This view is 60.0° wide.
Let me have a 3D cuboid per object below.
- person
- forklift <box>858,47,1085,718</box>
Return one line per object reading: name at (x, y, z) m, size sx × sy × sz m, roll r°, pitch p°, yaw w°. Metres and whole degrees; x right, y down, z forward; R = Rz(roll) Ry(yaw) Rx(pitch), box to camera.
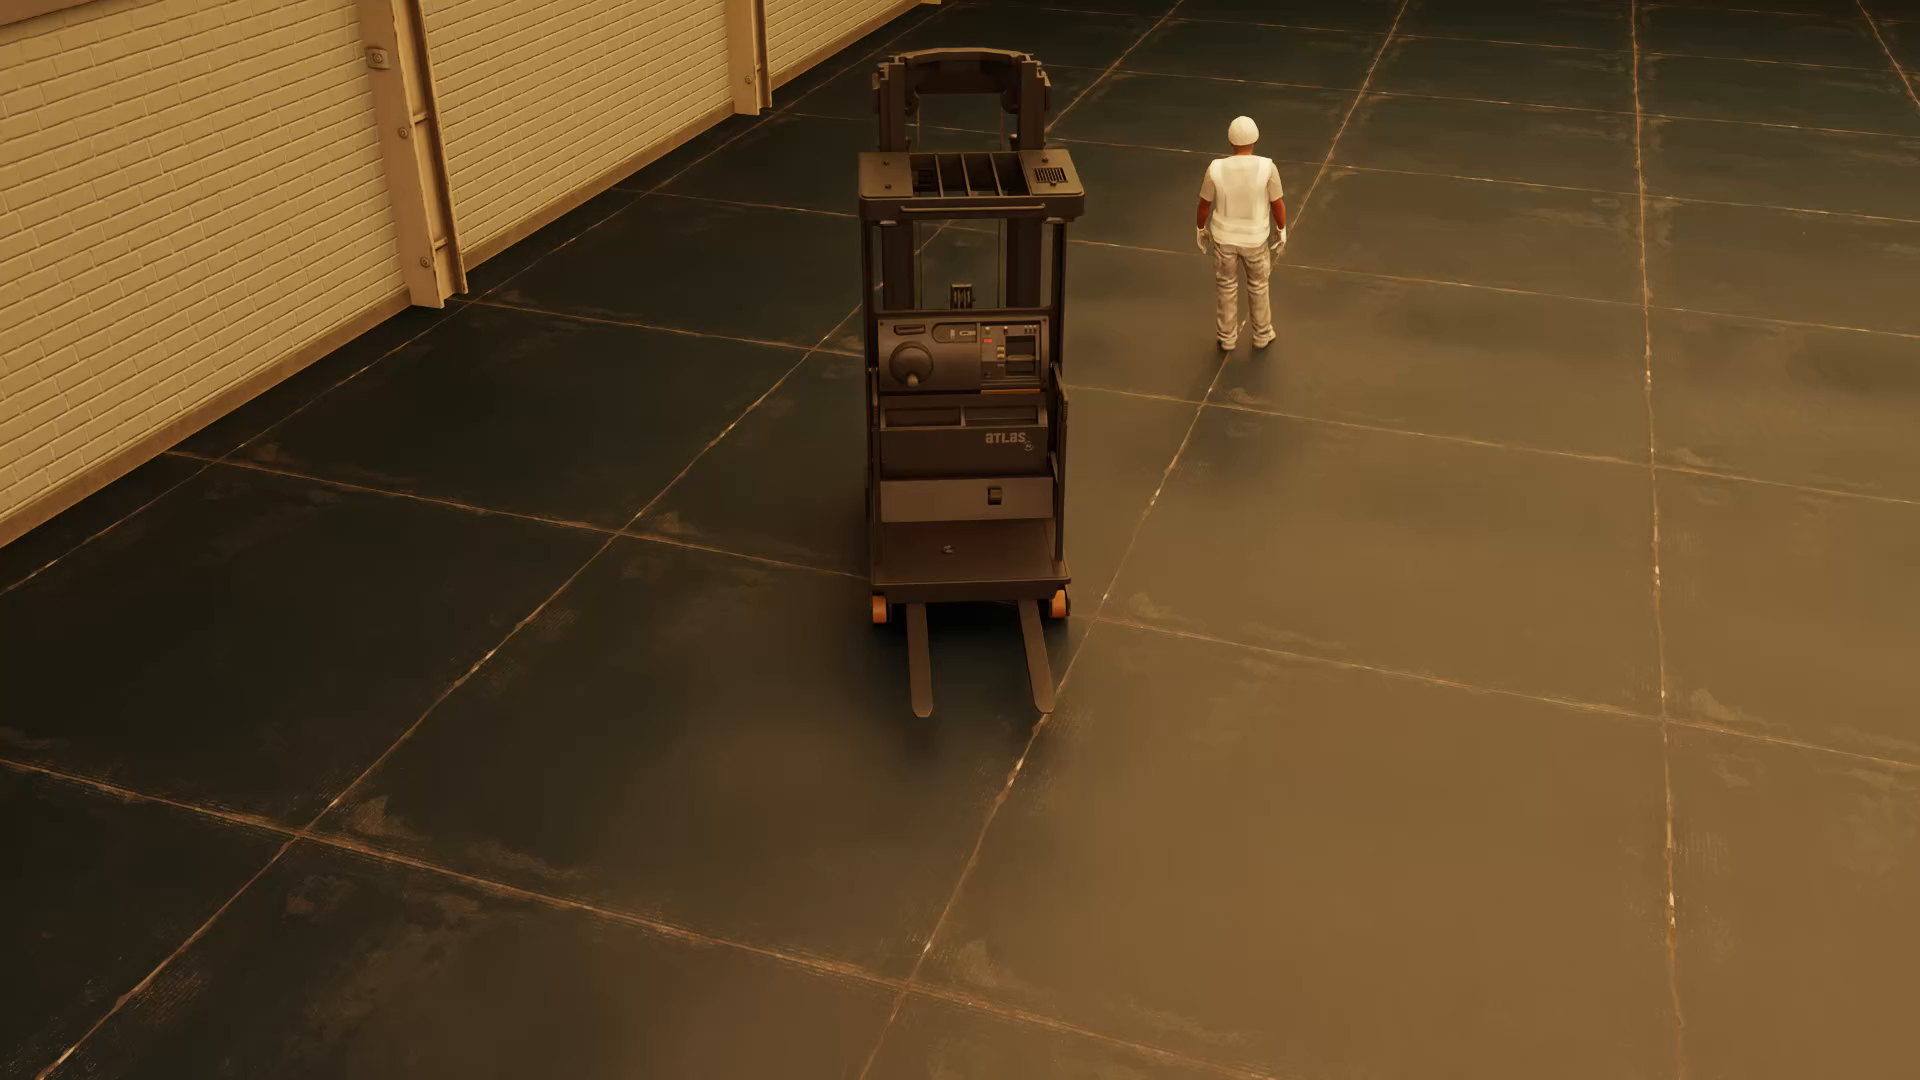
person at (2.076, -2.268, 12.261) m, size 0.655 × 1.783 × 0.574 m, roll 7°, pitch 30°, yaw 12°
forklift at (0.035, -0.972, 8.842) m, size 1.130 × 2.935 × 3.031 m, roll -2°, pitch 30°, yaw -3°
